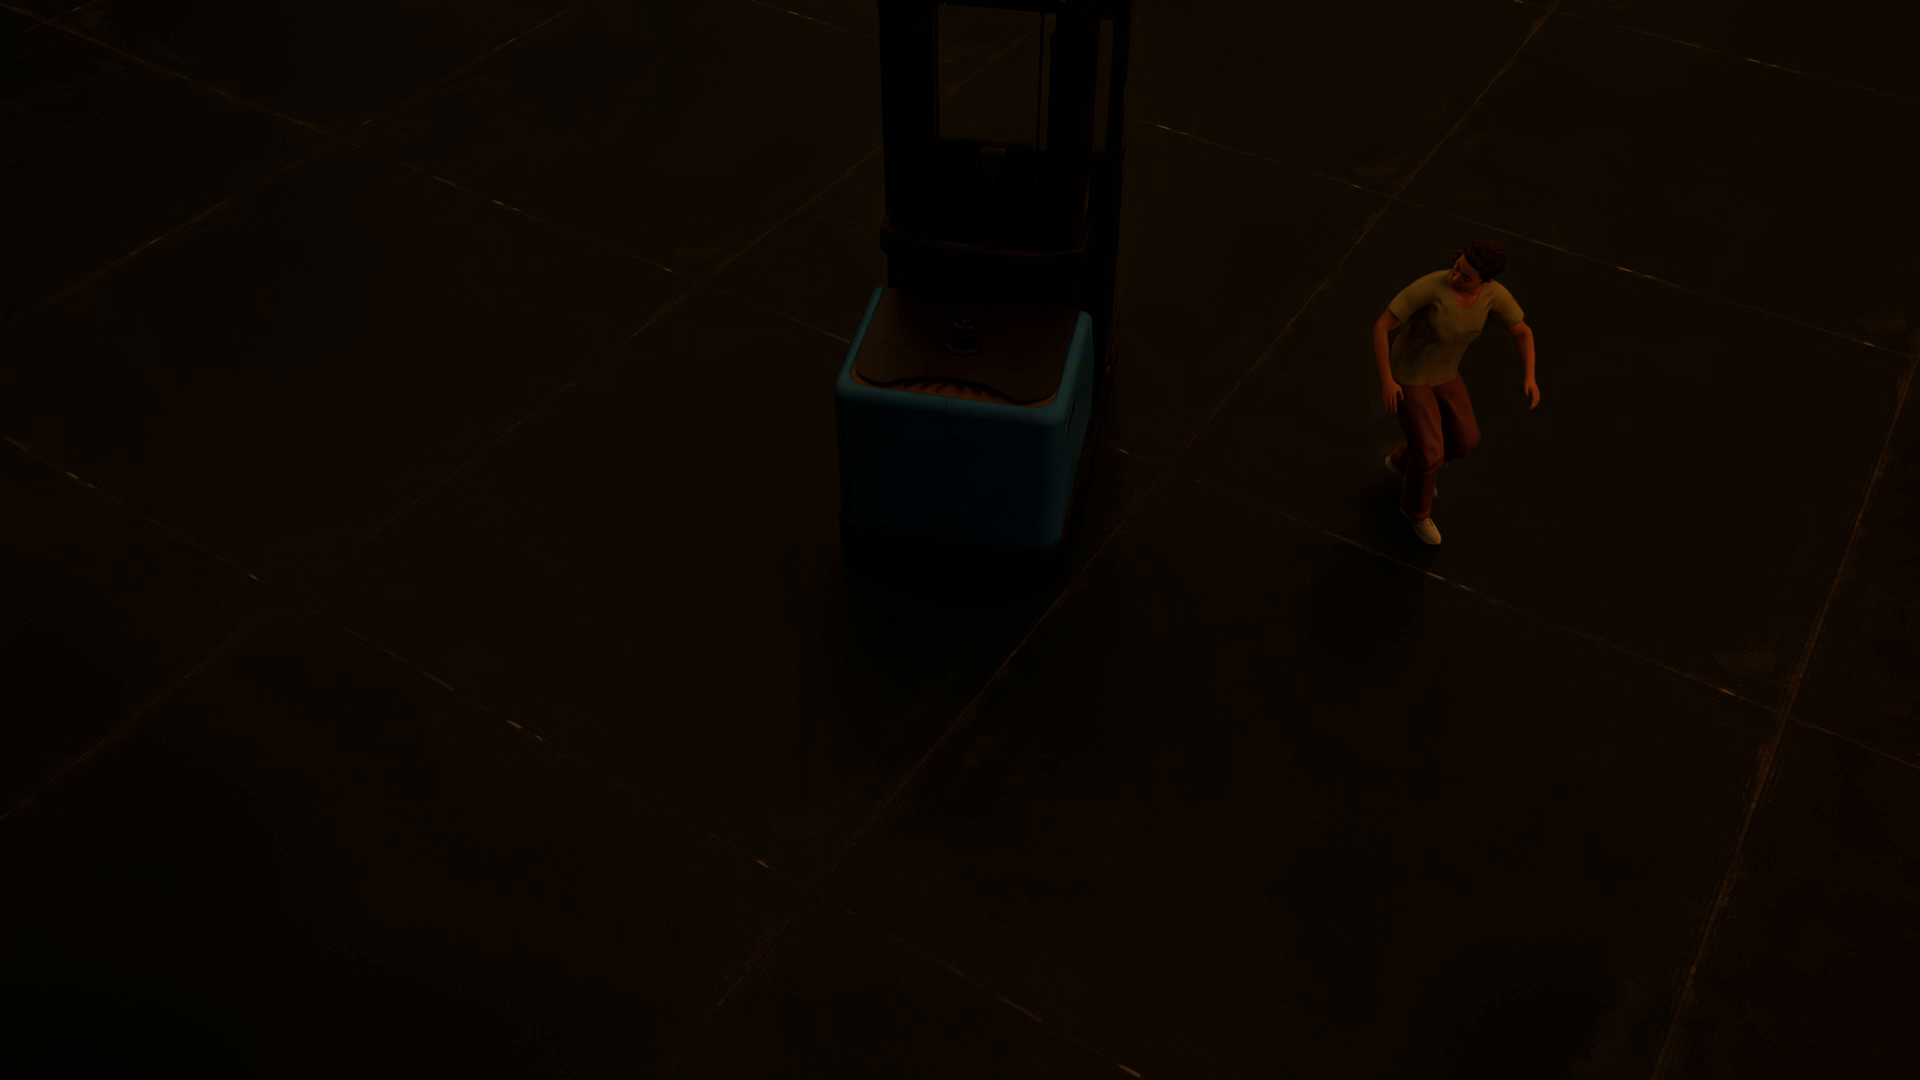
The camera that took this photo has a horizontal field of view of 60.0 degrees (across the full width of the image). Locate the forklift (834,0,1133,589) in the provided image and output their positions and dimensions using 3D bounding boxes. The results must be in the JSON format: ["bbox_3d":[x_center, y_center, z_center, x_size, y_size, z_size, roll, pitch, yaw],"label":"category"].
[{"bbox_3d":[0.241,-1.867,7.818,1.130,2.935,3.031,8,44,8],"label":"forklift"}]

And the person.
[{"bbox_3d":[2.206,-0.668,7.544,0.740,1.570,0.682,-16,46,-16],"label":"person"}]
